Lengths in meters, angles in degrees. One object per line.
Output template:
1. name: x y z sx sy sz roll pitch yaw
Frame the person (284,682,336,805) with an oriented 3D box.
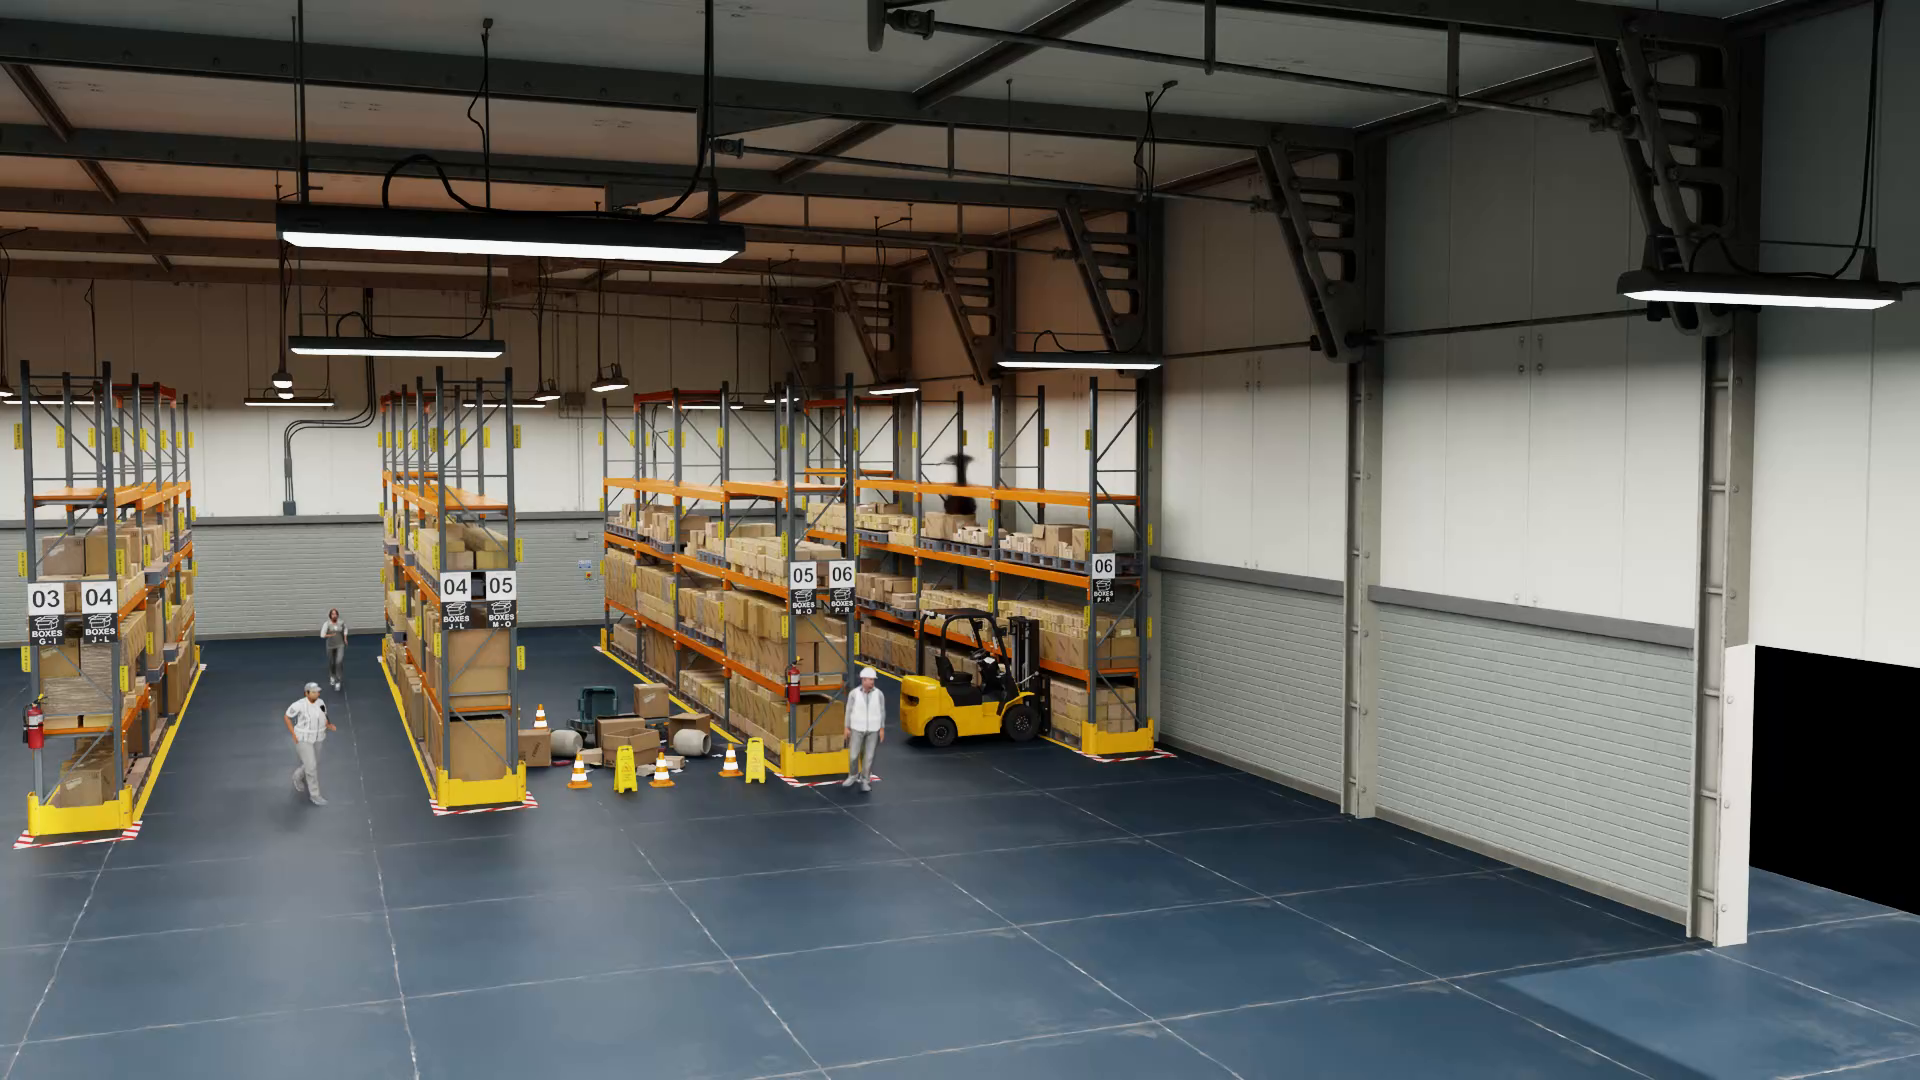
1. person: -9.075 2.796 23.106 0.913 1.670 0.582 2 4 33

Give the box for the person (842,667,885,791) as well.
1. person: -1.370 2.685 23.648 0.618 1.763 0.440 -1 4 -15

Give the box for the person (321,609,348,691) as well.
1. person: -12.549 2.171 33.361 0.510 1.609 0.854 -1 4 -21
